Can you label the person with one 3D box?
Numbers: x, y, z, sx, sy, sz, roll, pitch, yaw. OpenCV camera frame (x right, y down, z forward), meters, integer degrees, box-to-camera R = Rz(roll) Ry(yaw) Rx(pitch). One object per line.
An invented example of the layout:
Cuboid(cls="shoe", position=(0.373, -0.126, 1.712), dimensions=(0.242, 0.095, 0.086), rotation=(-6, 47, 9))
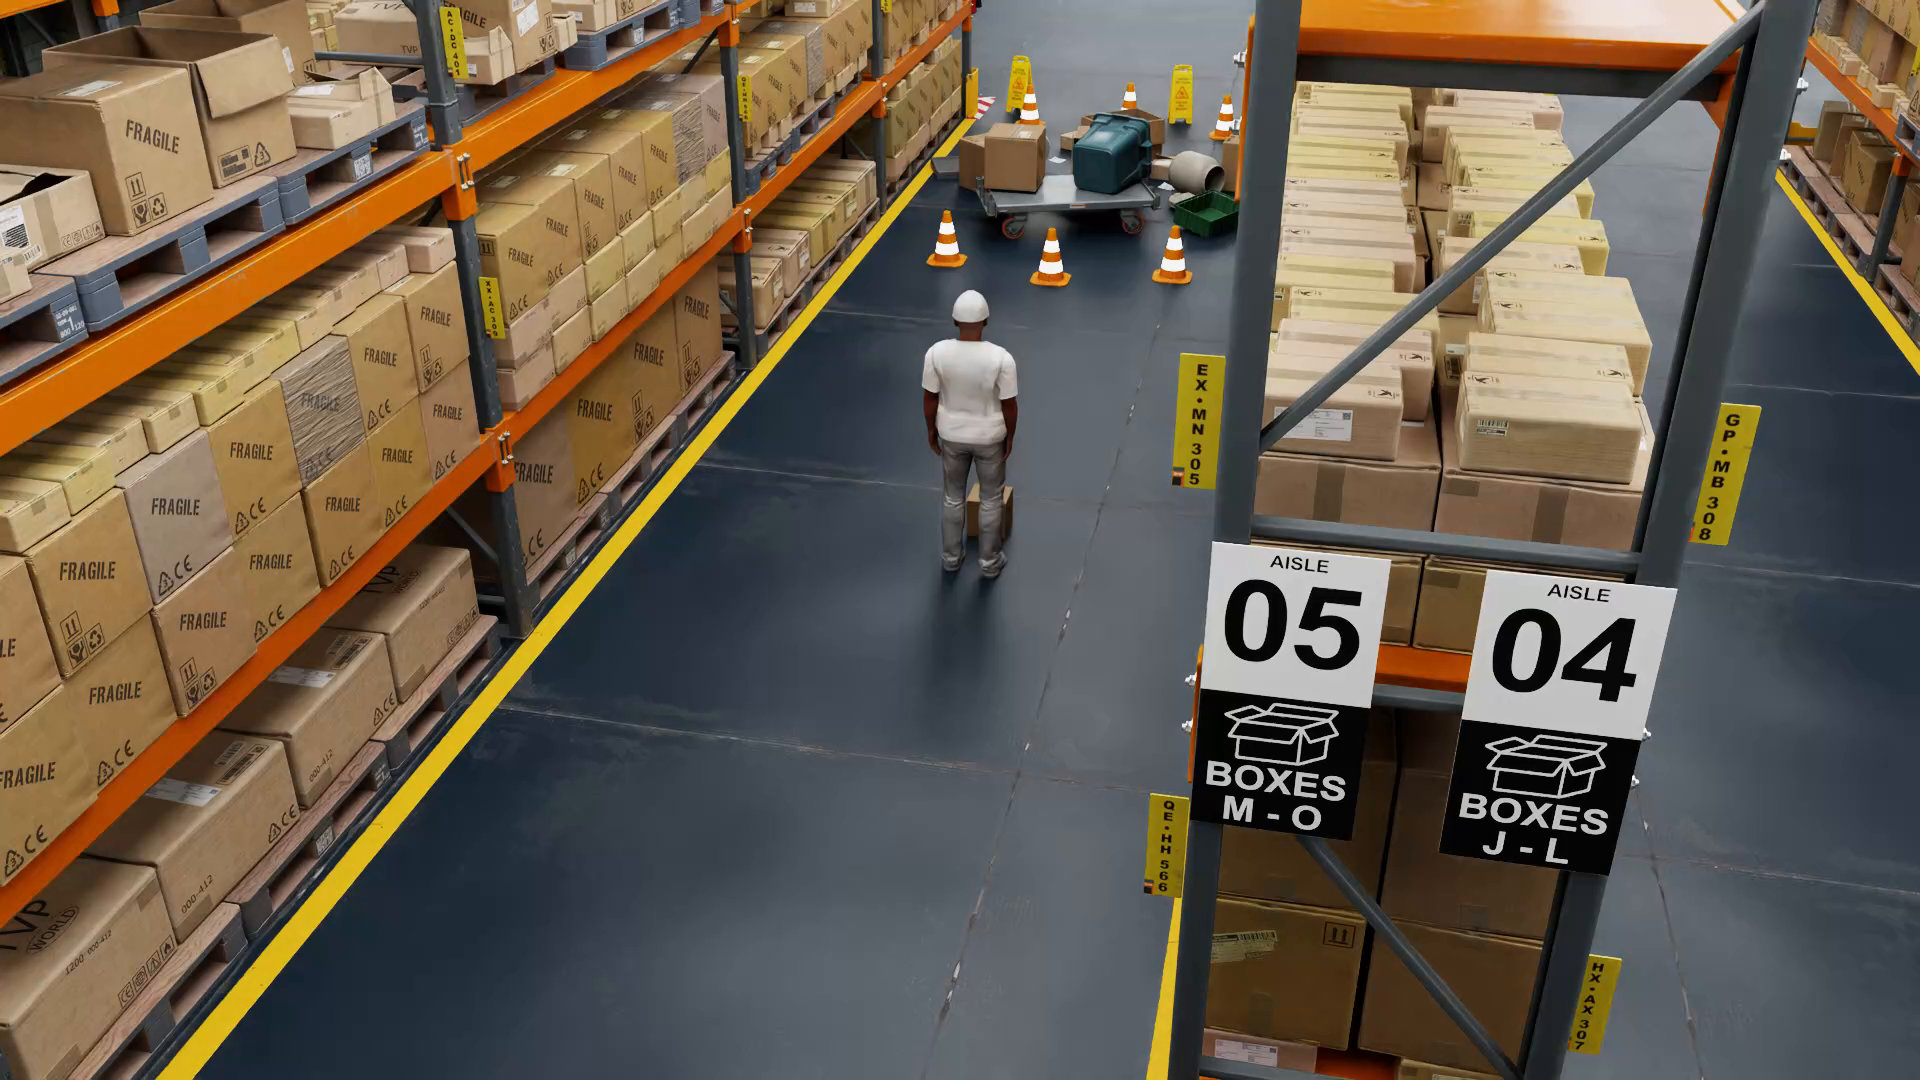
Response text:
Cuboid(cls="person", position=(0.066, -0.621, 9.739), dimensions=(0.563, 1.762, 0.360), rotation=(7, 29, 12))
